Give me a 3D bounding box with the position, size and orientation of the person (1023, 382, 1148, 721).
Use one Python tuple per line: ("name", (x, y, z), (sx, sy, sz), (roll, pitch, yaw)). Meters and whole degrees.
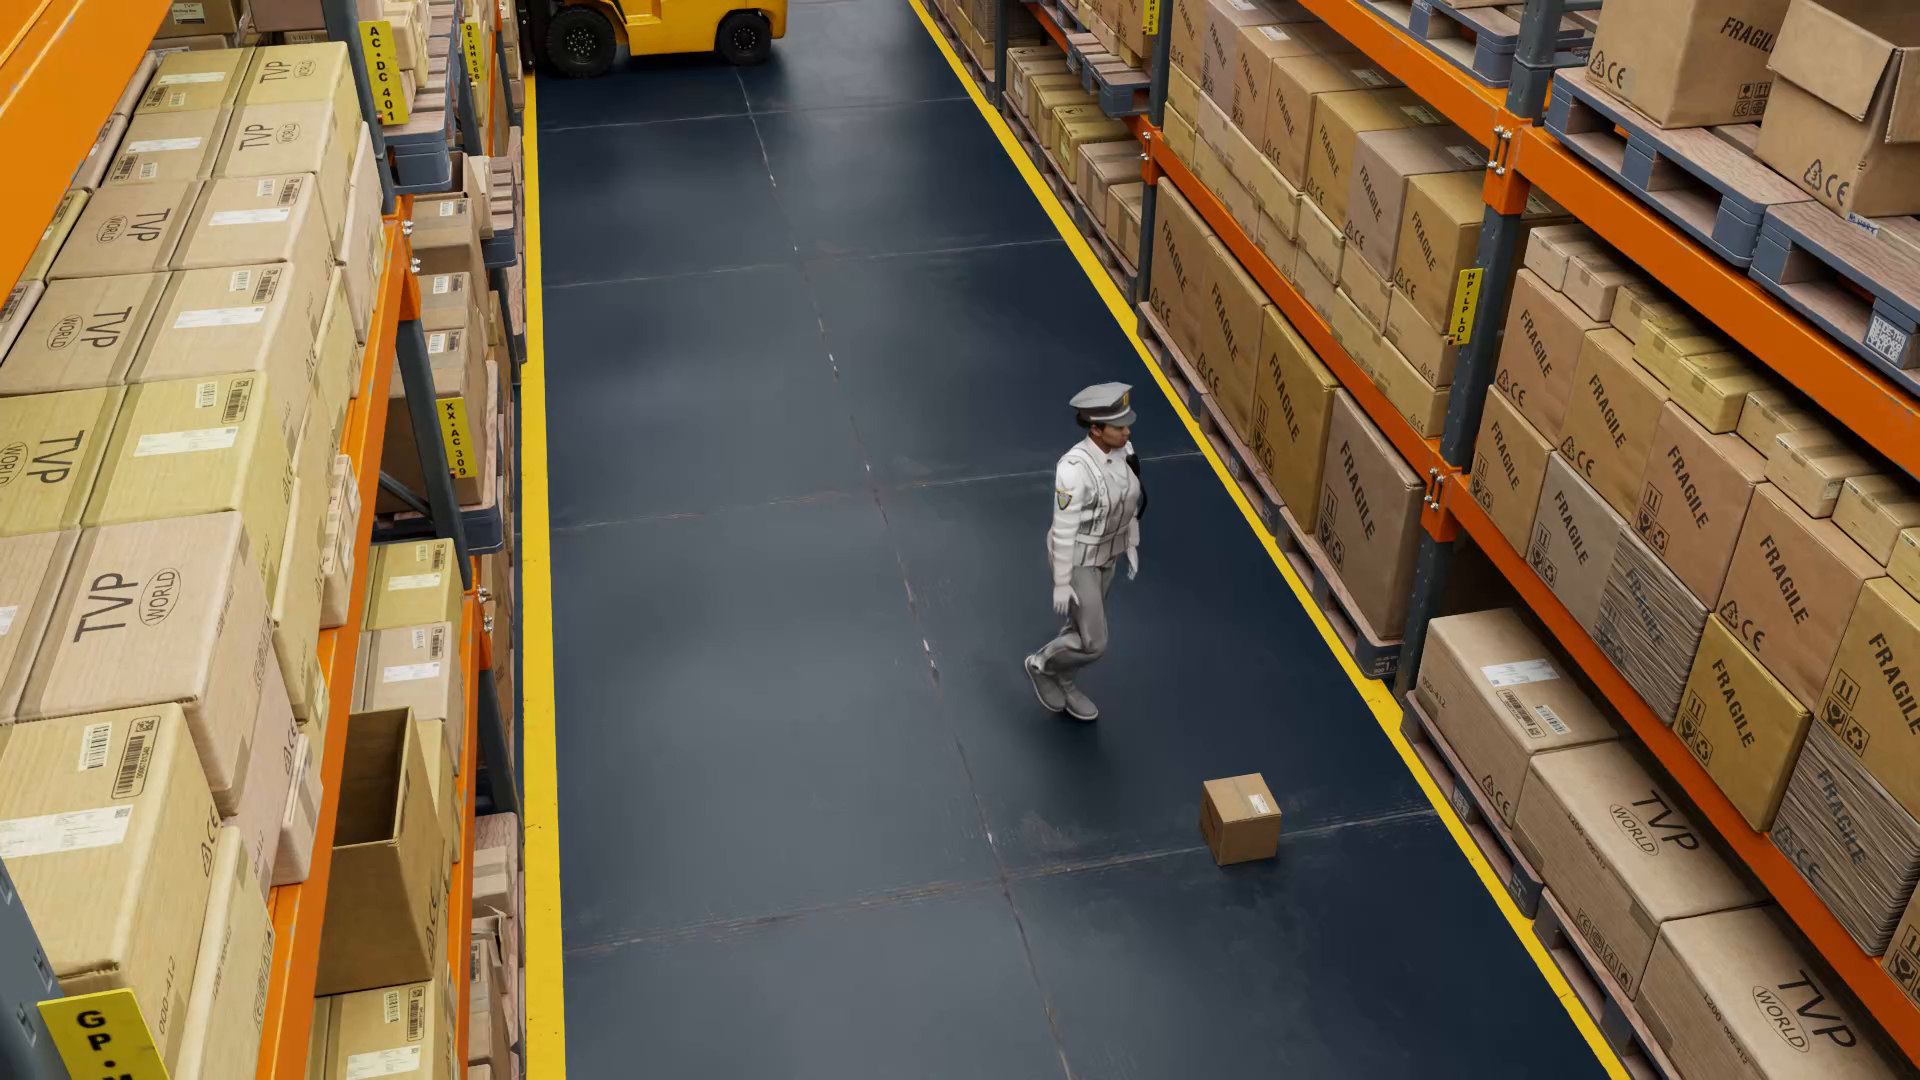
("person", (0.550, 0.068, 7.203), (0.442, 1.676, 0.551), (26, 42, 32))
